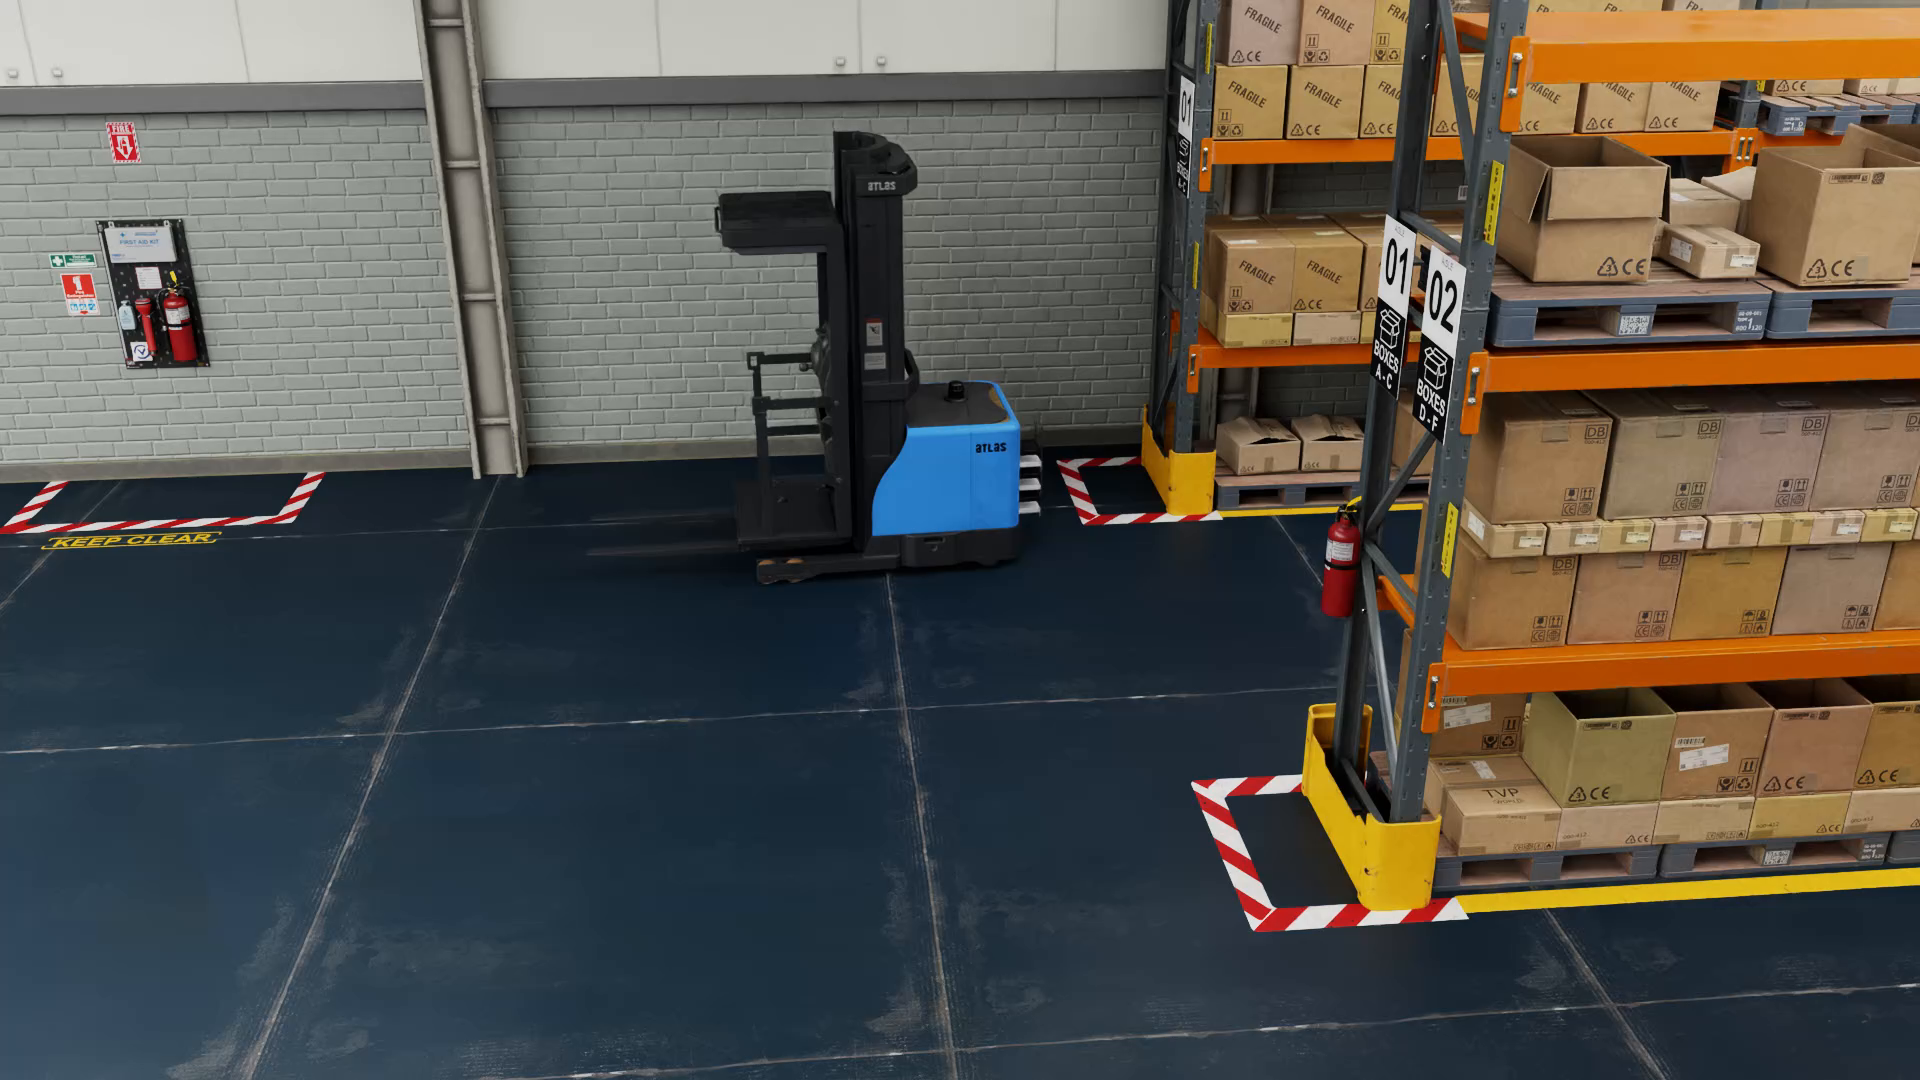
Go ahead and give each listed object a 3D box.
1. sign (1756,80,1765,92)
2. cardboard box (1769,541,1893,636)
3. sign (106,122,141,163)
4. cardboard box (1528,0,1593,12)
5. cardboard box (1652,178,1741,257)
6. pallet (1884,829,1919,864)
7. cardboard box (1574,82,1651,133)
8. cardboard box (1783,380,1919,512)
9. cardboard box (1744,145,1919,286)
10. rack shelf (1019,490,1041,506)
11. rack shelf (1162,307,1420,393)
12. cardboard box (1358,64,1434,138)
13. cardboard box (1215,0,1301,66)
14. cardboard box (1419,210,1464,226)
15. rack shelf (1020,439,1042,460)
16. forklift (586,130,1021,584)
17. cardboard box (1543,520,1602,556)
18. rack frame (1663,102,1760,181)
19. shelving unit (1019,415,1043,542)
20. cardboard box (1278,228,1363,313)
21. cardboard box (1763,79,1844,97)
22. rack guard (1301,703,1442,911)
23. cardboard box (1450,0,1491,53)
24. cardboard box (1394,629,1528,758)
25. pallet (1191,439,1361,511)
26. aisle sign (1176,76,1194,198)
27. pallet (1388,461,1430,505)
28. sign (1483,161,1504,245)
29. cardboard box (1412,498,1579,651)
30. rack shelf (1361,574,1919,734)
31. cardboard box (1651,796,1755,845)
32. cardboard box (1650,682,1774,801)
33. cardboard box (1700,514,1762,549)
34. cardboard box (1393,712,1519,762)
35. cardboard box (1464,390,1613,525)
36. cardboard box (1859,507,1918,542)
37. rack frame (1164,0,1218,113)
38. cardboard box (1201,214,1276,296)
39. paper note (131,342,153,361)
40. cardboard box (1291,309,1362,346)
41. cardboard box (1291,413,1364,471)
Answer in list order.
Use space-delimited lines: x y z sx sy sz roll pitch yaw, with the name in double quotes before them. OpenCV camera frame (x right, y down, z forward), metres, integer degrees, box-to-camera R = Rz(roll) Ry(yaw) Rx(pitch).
"sign" 5.677 -3.341 11.745 0.005 0.325 0.100 -2 24 -5
"cardboard box" 4.132 0.086 8.240 0.500 0.500 0.700 -2 24 -4
"sign" -6.205 -2.948 12.335 0.199 0.298 0.001 -2 24 -5
"cardboard box" 4.081 -3.655 11.708 0.500 0.500 0.500 -3 24 -7
"cardboard box" 3.246 -1.502 7.739 0.500 0.250 0.500 -2 24 -5
"pallet" 5.311 1.338 8.980 1.213 0.211 1.003 -2 24 -5
"cardboard box" 4.633 -3.244 12.014 0.500 0.500 0.500 -4 24 -10
"cardboard box" 4.167 -0.509 7.983 0.500 0.500 0.700 -2 24 -5
"cardboard box" 3.805 -1.420 7.245 0.500 0.500 0.500 -2 24 -5
"rack shelf" 0.471 -0.327 12.182 0.200 0.077 0.258 -3 24 -8
"rack shelf" 3.625 -1.545 12.918 4.000 0.370 1.077 -2 24 -5
"cardboard box" 3.047 -3.161 11.828 0.500 0.500 0.500 -1 24 -3
"cardboard box" 2.042 -3.593 11.570 0.500 0.500 0.500 -4 24 -9
"cardboard box" 3.600 -2.240 12.834 0.500 0.500 0.500 -2 24 -4
"rack shelf" 0.471 -0.656 12.036 0.200 0.077 0.258 -3 24 -8
"forklift" -1.131 -1.262 11.480 3.031 2.935 1.130 -3 24 -8
"cardboard box" 2.800 -0.074 7.802 0.250 0.149 0.380 -3 24 -7
"rack frame" 5.616 -1.953 12.952 0.127 3.000 1.000 -2 24 -5
"shelving unit" 0.471 -0.440 12.132 0.210 0.900 0.258 -3 24 -8
"cardboard box" 2.633 -1.990 12.271 0.500 0.500 0.500 -2 24 -5
"cardboard box" 6.168 -3.551 12.213 0.500 0.500 0.500 1 24 2
"rack guard" 2.102 1.352 8.594 0.348 0.500 1.175 -2 24 -5
"cardboard box" 3.574 -3.853 12.154 0.500 0.500 0.500 -2 24 -5
"cardboard box" 2.630 0.789 8.728 0.500 0.500 0.500 -2 24 -5
"pallet" 2.523 -0.541 13.207 1.213 0.211 1.003 -2 24 -5
"aisle sign" 1.593 -2.858 11.785 0.004 0.787 0.394 -2 24 -5
"pallet" 3.734 -0.588 13.313 1.213 0.211 1.003 -2 24 -5
"sign" 2.174 -1.373 6.780 0.005 0.325 0.100 -2 24 -5
"cardboard box" 2.592 0.149 8.098 0.500 0.500 0.700 -2 24 -5
"rack shelf" 4.116 0.457 8.414 4.000 0.370 1.077 -2 24 -5
"cardboard box" 3.676 1.300 8.500 0.500 0.250 0.500 -2 24 -5
"cardboard box" 3.675 0.953 8.358 0.500 0.500 0.500 -2 24 -5
"cardboard box" 3.565 -0.104 7.870 0.250 0.149 0.380 -3 24 -7
"cardboard box" 2.630 1.132 8.878 0.500 0.250 0.500 -2 24 -5
"cardboard box" 2.644 -0.446 7.839 0.500 0.500 0.700 -2 24 -5
"cardboard box" 4.329 -0.134 7.937 0.250 0.149 0.380 -2 24 -3
"rack frame" 1.635 -4.535 11.374 0.127 3.000 1.000 -2 24 -5
"cardboard box" 2.083 -2.182 12.702 0.500 0.500 0.500 -3 24 -6
"paper note" -6.370 -1.467 12.942 0.142 0.148 0.016 -2 24 -5
"cardboard box" 2.667 -1.652 12.434 0.500 0.250 0.500 -3 24 -7
"cardboard box" 2.900 -0.780 13.081 0.500 0.311 0.500 0 24 -1
